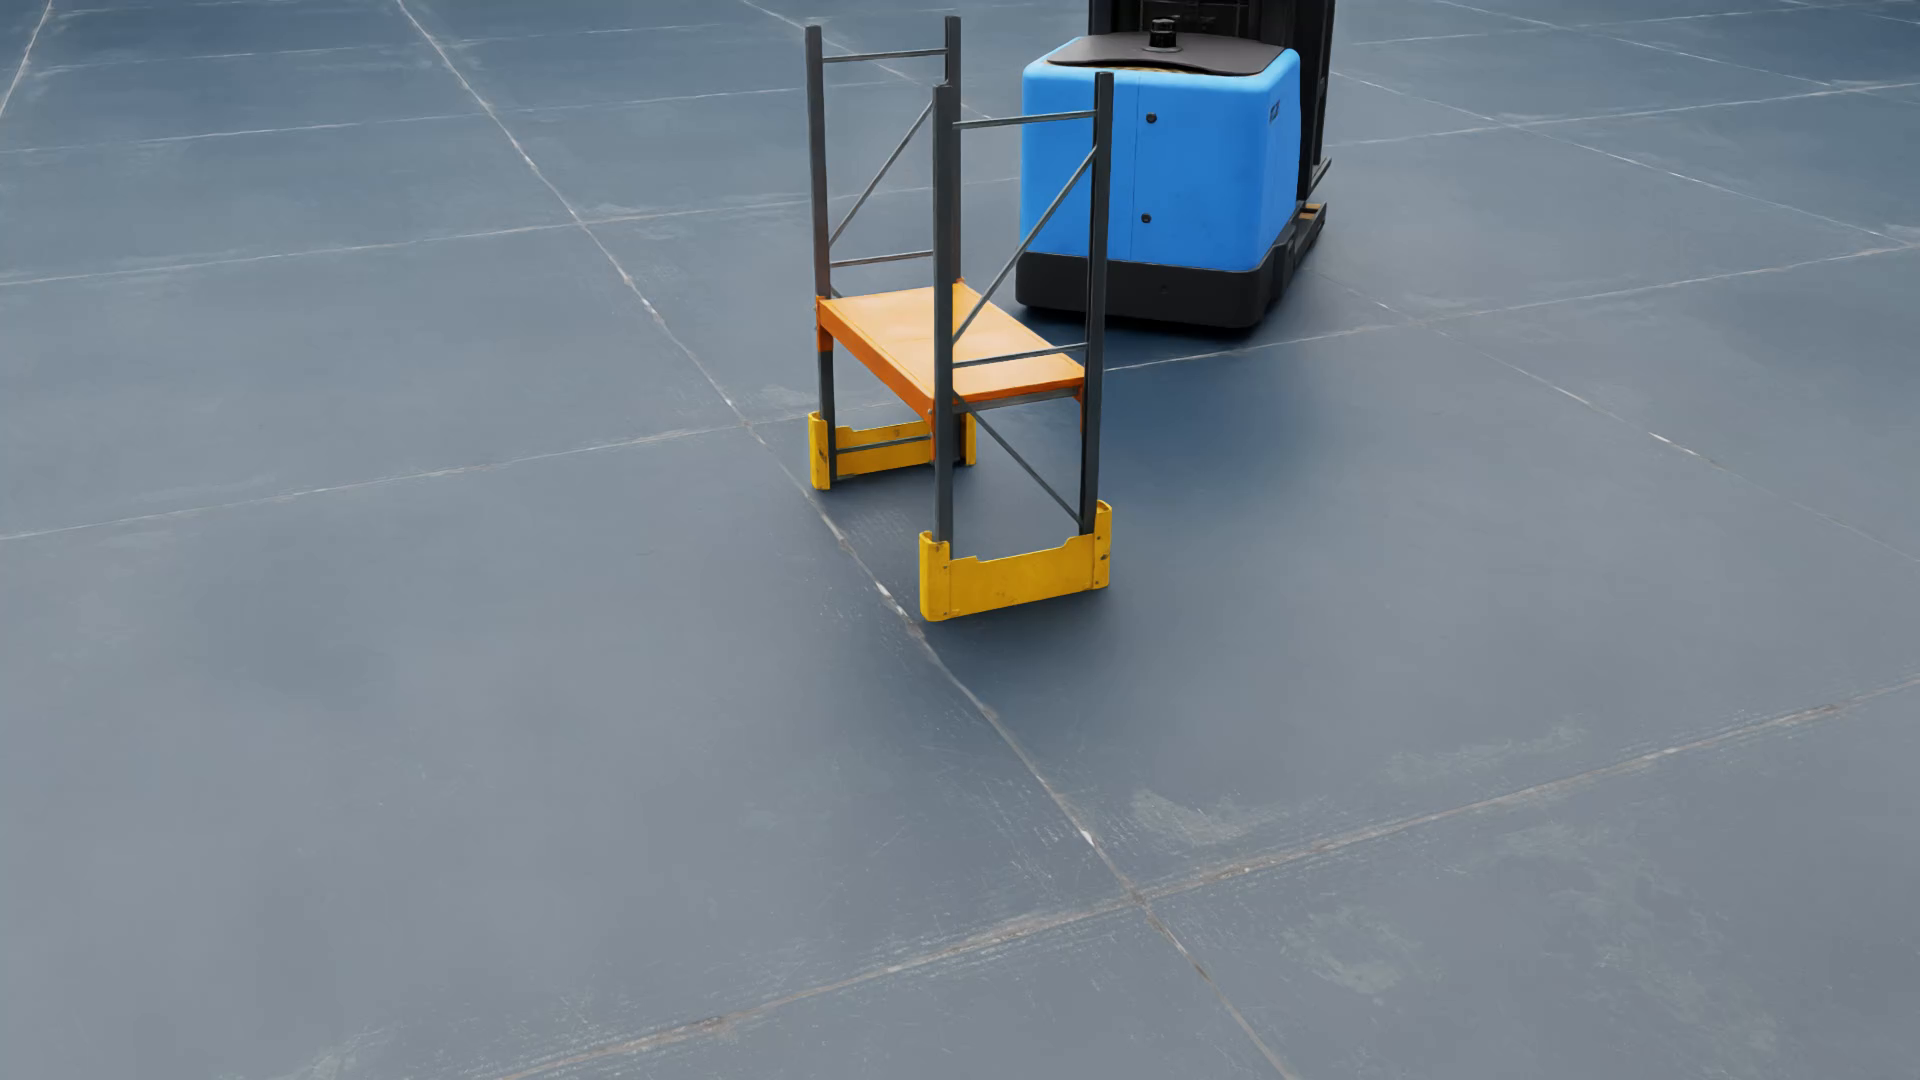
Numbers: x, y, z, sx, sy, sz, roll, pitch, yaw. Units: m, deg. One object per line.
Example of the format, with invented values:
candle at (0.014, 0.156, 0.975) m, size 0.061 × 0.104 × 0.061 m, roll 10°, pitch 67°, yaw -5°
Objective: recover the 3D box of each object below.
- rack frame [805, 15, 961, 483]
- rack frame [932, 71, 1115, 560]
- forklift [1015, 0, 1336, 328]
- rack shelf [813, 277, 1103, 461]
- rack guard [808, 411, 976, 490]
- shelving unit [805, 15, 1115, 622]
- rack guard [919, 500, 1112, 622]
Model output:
rack frame at (-0.232, -0.914, 5.412) m, size 0.500 × 1.500 × 0.032 m, roll -11°, pitch 28°, yaw -21°
rack frame at (0.166, -0.503, 4.571) m, size 0.500 × 1.500 × 0.032 m, roll -11°, pitch 28°, yaw -21°
forklift at (1.211, -2.819, 7.682) m, size 1.130 × 2.935 × 3.031 m, roll 9°, pitch 27°, yaw 17°
rack shelf at (-0.033, -0.547, 5.070) m, size 0.538 × 0.185 × 1.000 m, roll -11°, pitch 28°, yaw -21°
rack guard at (-0.225, -0.344, 5.670) m, size 0.587 × 0.250 × 0.087 m, roll -11°, pitch 28°, yaw -21°
shelving unit at (-0.030, -0.705, 4.984) m, size 0.587 × 1.500 × 1.083 m, roll -11°, pitch 28°, yaw -21°
rack guard at (0.165, 0.058, 4.846) m, size 0.587 × 0.250 × 0.087 m, roll -11°, pitch 28°, yaw -21°
